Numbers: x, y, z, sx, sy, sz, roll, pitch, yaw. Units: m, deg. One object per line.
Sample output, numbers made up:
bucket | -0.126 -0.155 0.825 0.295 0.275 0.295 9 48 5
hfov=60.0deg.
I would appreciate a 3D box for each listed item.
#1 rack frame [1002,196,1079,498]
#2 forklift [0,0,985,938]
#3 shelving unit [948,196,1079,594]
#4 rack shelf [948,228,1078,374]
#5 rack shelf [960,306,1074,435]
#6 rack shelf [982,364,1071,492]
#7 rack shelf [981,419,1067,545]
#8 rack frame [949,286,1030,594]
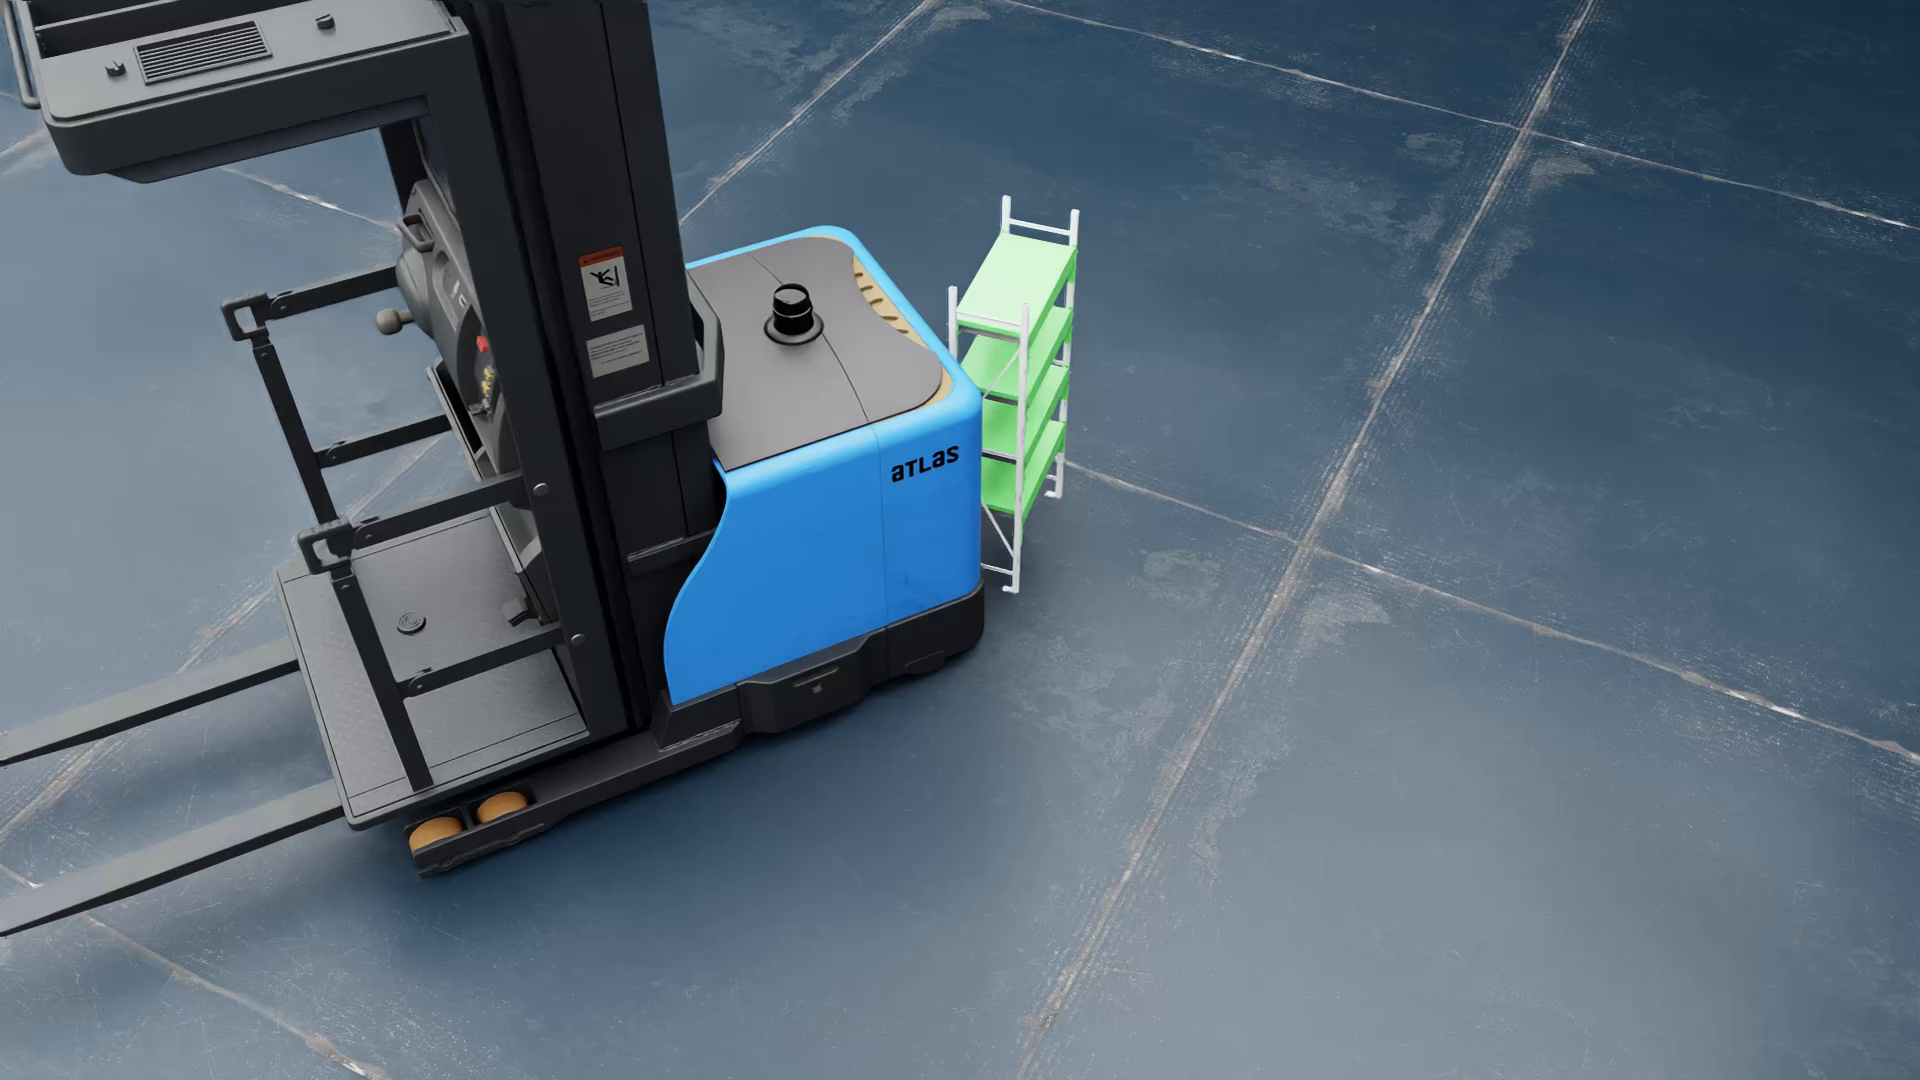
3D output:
rack frame | 0.246 -0.603 5.502 0.240 1.200 0.015 14 47 14
forklift | -1.472 -0.504 4.188 3.031 2.935 1.130 -20 49 -19
shelving unit | 0.165 -0.439 5.340 0.258 1.200 0.503 14 47 14
rack shelf | 0.165 -0.732 5.044 0.258 0.148 0.480 14 47 14
rack shelf | 0.165 -0.563 5.215 0.258 0.148 0.480 14 47 14
rack shelf | 0.165 -0.394 5.386 0.258 0.148 0.480 14 47 14
rack shelf | 0.164 -0.225 5.556 0.258 0.148 0.480 14 47 14
rack frame | 0.083 -0.275 5.179 0.240 1.200 0.015 14 47 14
